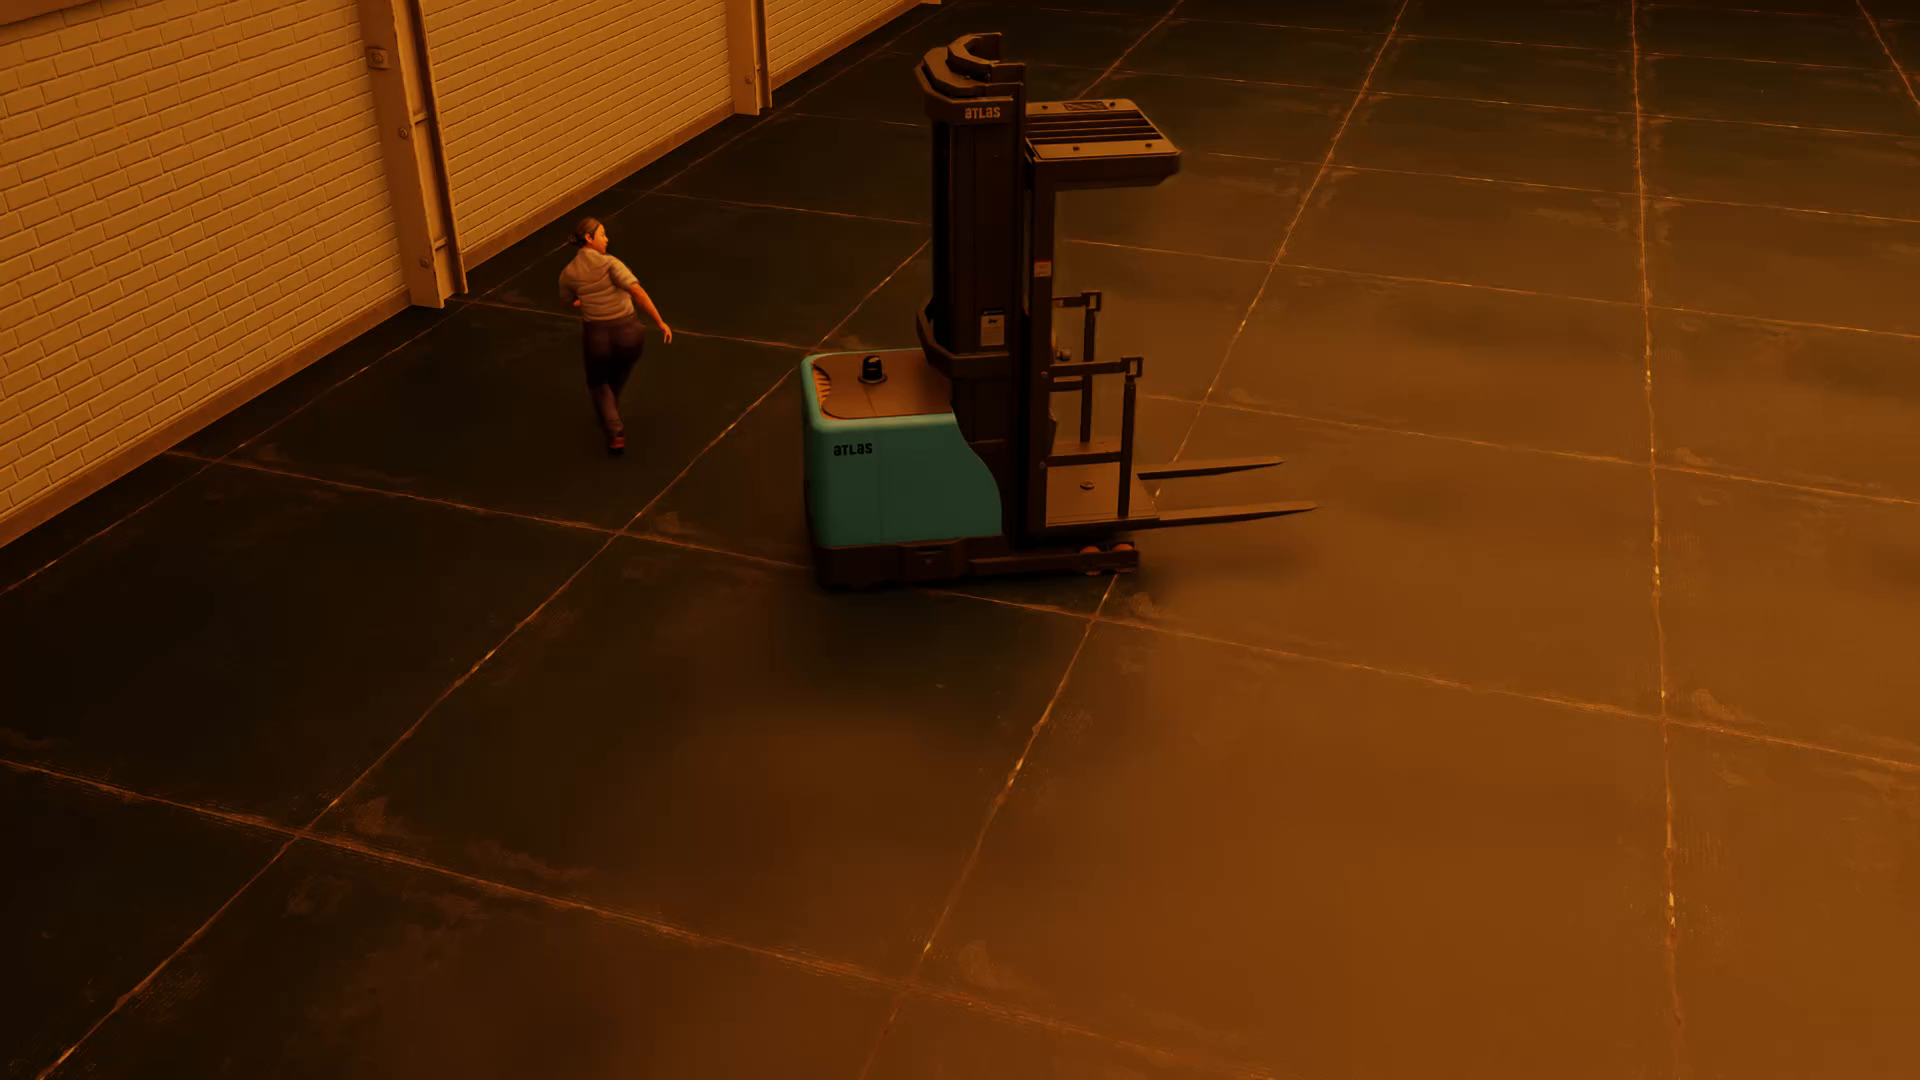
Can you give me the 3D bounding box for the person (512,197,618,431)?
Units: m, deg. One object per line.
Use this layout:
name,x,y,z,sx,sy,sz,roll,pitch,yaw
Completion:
person,-2.642,-1.501,11.148,0.699,1.594,0.497,9,31,16

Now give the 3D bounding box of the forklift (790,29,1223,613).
forklift,0.434,-1.489,9.748,3.031,2.935,1.130,-26,38,-37
